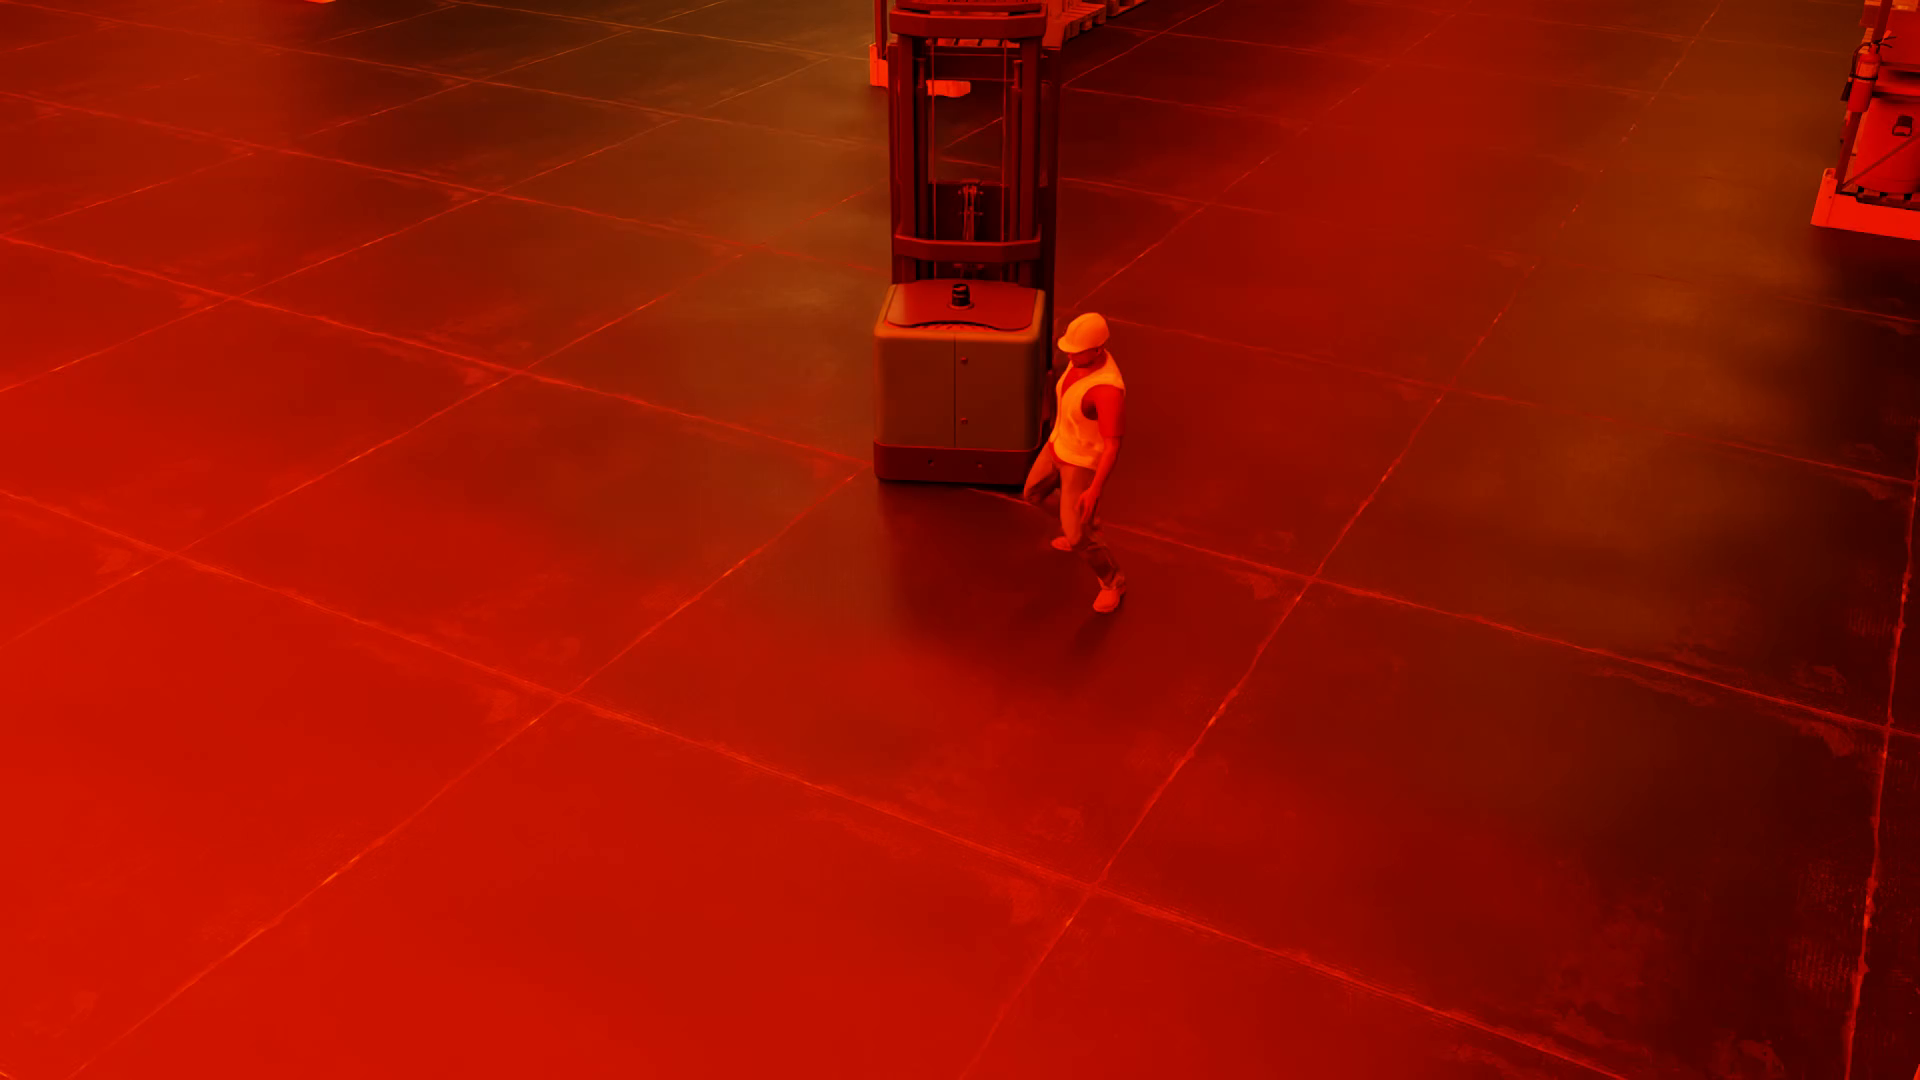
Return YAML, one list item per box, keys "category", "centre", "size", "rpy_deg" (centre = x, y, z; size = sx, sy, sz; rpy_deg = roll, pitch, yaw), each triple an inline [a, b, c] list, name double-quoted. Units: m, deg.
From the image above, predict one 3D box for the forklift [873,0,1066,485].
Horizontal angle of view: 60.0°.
- category: "forklift"
  centre: [0.113, -2.324, 11.097]
  size: [1.130, 2.935, 3.031]
  rpy_deg: [3, 30, 5]

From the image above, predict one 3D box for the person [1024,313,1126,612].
- category: "person"
  centre: [0.651, -0.508, 9.222]
  size: [0.507, 1.672, 0.954]
  rpy_deg: [-6, 30, -10]
